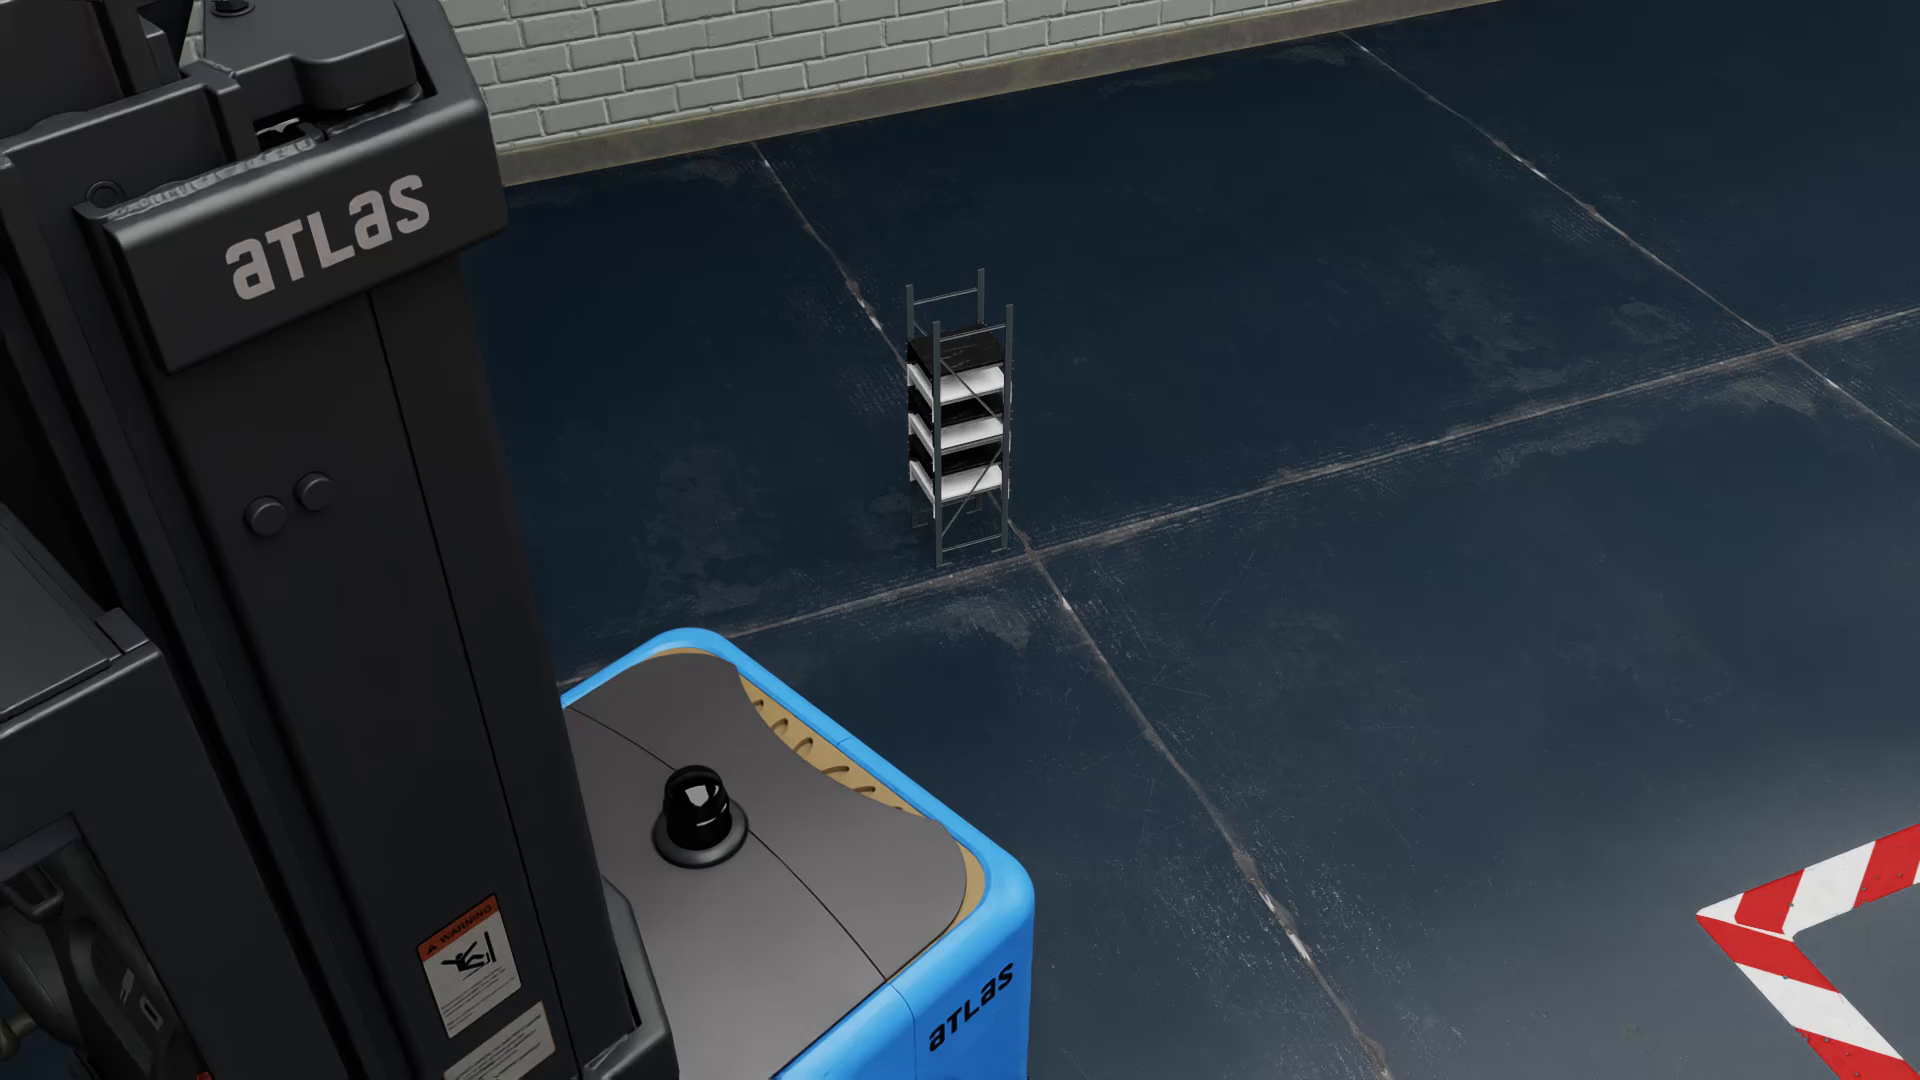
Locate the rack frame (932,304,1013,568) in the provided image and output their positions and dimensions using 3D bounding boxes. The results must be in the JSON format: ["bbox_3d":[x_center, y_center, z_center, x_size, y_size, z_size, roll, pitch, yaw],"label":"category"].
[{"bbox_3d":[0.036,-0.285,4.891,0.240,0.900,0.006,-15,43,-17],"label":"rack frame"}]

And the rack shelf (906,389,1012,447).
[{"bbox_3d":[-0.003,-0.389,4.925,0.258,0.077,0.200,-15,43,-17],"label":"rack shelf"}]

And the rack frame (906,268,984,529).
[{"bbox_3d":[-0.042,-0.407,5.034,0.240,0.900,0.006,-15,43,-17],"label":"rack frame"}]

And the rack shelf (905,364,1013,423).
[{"bbox_3d":[-0.003,-0.457,4.867,0.258,0.077,0.200,-15,43,-17],"label":"rack shelf"}]

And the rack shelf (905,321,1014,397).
[{"bbox_3d":[-0.003,-0.526,4.808,0.258,0.077,0.200,-15,43,-17],"label":"rack shelf"}]

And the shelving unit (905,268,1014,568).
[{"bbox_3d":[-0.003,-0.346,4.962,0.258,0.900,0.210,-15,43,-17],"label":"shelving unit"}]

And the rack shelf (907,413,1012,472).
[{"bbox_3d":[-0.003,-0.321,4.984,0.258,0.077,0.200,-15,43,-17],"label":"rack shelf"}]

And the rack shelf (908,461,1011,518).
[{"bbox_3d":[-0.003,-0.184,5.101,0.258,0.077,0.200,-15,43,-17],"label":"rack shelf"}]

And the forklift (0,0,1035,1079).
[{"bbox_3d":[-1.241,0.764,2.114,1.130,2.935,3.031,32,50,32],"label":"forklift"}]

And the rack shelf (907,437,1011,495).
[{"bbox_3d":[-0.003,-0.253,5.043,0.258,0.077,0.200,-15,43,-17],"label":"rack shelf"}]
